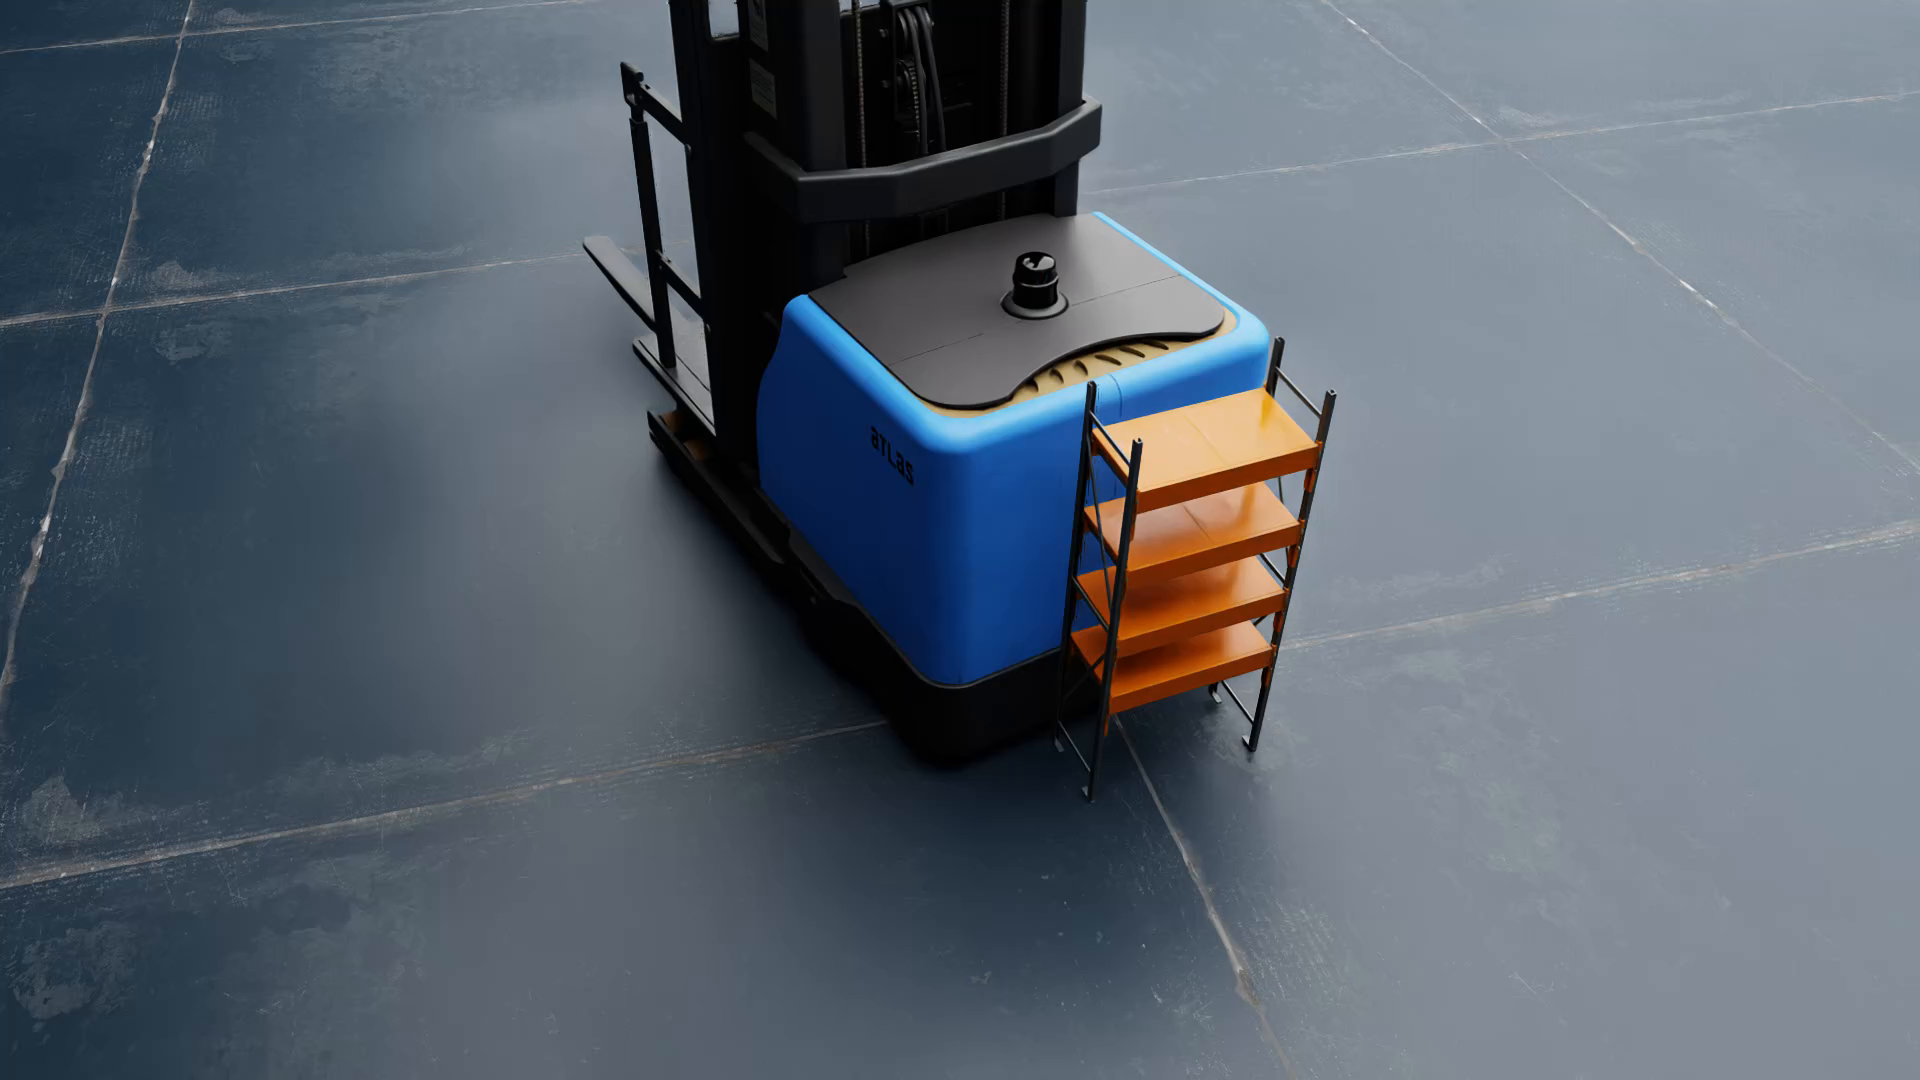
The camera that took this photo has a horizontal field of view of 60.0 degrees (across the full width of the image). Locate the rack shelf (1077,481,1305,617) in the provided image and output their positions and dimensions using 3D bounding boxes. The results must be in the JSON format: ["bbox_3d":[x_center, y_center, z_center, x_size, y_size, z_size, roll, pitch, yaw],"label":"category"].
[{"bbox_3d":[0.548,-0.010,4.003,0.480,0.148,0.258,-15,44,-18],"label":"rack shelf"}]

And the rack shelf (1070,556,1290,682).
[{"bbox_3d":[0.541,0.157,4.151,0.480,0.148,0.258,-15,44,-18],"label":"rack shelf"}]

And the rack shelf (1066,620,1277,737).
[{"bbox_3d":[0.535,0.306,4.283,0.480,0.148,0.258,-15,44,-18],"label":"rack shelf"}]

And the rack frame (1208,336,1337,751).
[{"bbox_3d":[0.767,0.048,4.183,0.015,1.200,0.240,-15,44,-18],"label":"rack frame"}]

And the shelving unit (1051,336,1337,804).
[{"bbox_3d":[0.543,0.107,4.107,0.503,1.200,0.258,-15,44,-18],"label":"shelving unit"}]

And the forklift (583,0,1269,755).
[{"bbox_3d":[-0.387,-1.466,4.754,1.130,2.935,3.031,-20,42,-24],"label":"forklift"}]

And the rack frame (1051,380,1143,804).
[{"bbox_3d":[0.319,0.166,4.030,0.015,1.200,0.240,-15,44,-18],"label":"rack frame"}]

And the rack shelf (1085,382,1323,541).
[{"bbox_3d":[0.556,-0.186,3.845,0.480,0.148,0.258,-15,44,-18],"label":"rack shelf"}]
